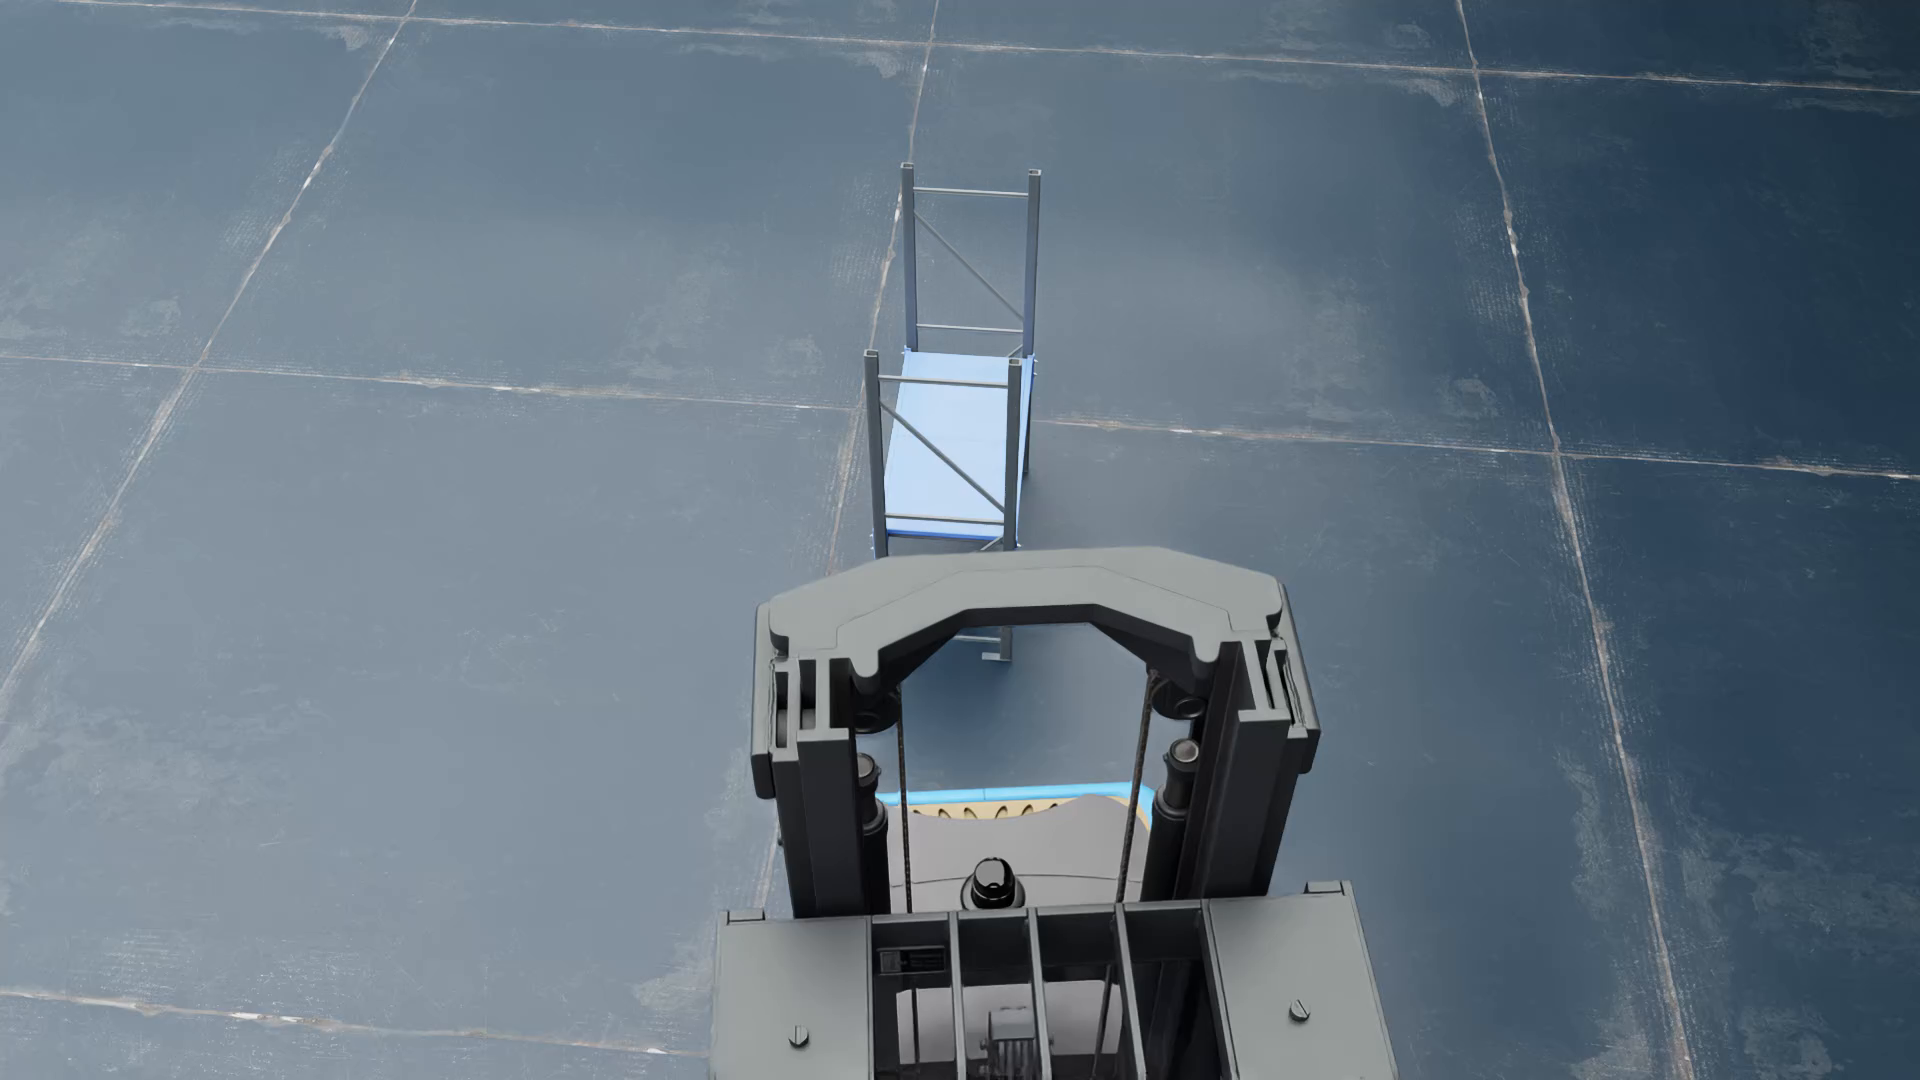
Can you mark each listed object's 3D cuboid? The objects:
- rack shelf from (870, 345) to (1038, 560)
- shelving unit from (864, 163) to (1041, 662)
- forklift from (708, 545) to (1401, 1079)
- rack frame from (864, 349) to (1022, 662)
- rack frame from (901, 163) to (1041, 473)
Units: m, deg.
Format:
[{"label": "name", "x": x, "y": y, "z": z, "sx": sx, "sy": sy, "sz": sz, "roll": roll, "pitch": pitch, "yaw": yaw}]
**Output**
[{"label": "rack shelf", "x": -0.008, "y": -0.322, "z": 6.272, "sx": 0.538, "sy": 0.185, "sz": 1.000, "roll": 4, "pitch": 48, "yaw": 4}, {"label": "shelving unit", "x": -0.008, "y": -0.443, "z": 6.139, "sx": 0.538, "sy": 1.500, "sz": 1.048, "roll": 4, "pitch": 48, "yaw": 4}, {"label": "forklift", "x": 0.147, "y": 1.521, "z": 3.372, "sx": 1.130, "sy": 2.935, "sz": 3.031, "roll": -2, "pitch": 48, "yaw": -2}, {"label": "rack frame", "x": -0.054, "y": -0.070, "z": 5.798, "sx": 0.500, "sy": 1.500, "sz": 0.032, "roll": 4, "pitch": 48, "yaw": 4}, {"label": "rack frame", "x": 0.039, "y": -0.817, "z": 6.481, "sx": 0.500, "sy": 1.500, "sz": 0.032, "roll": 4, "pitch": 48, "yaw": 4}]
